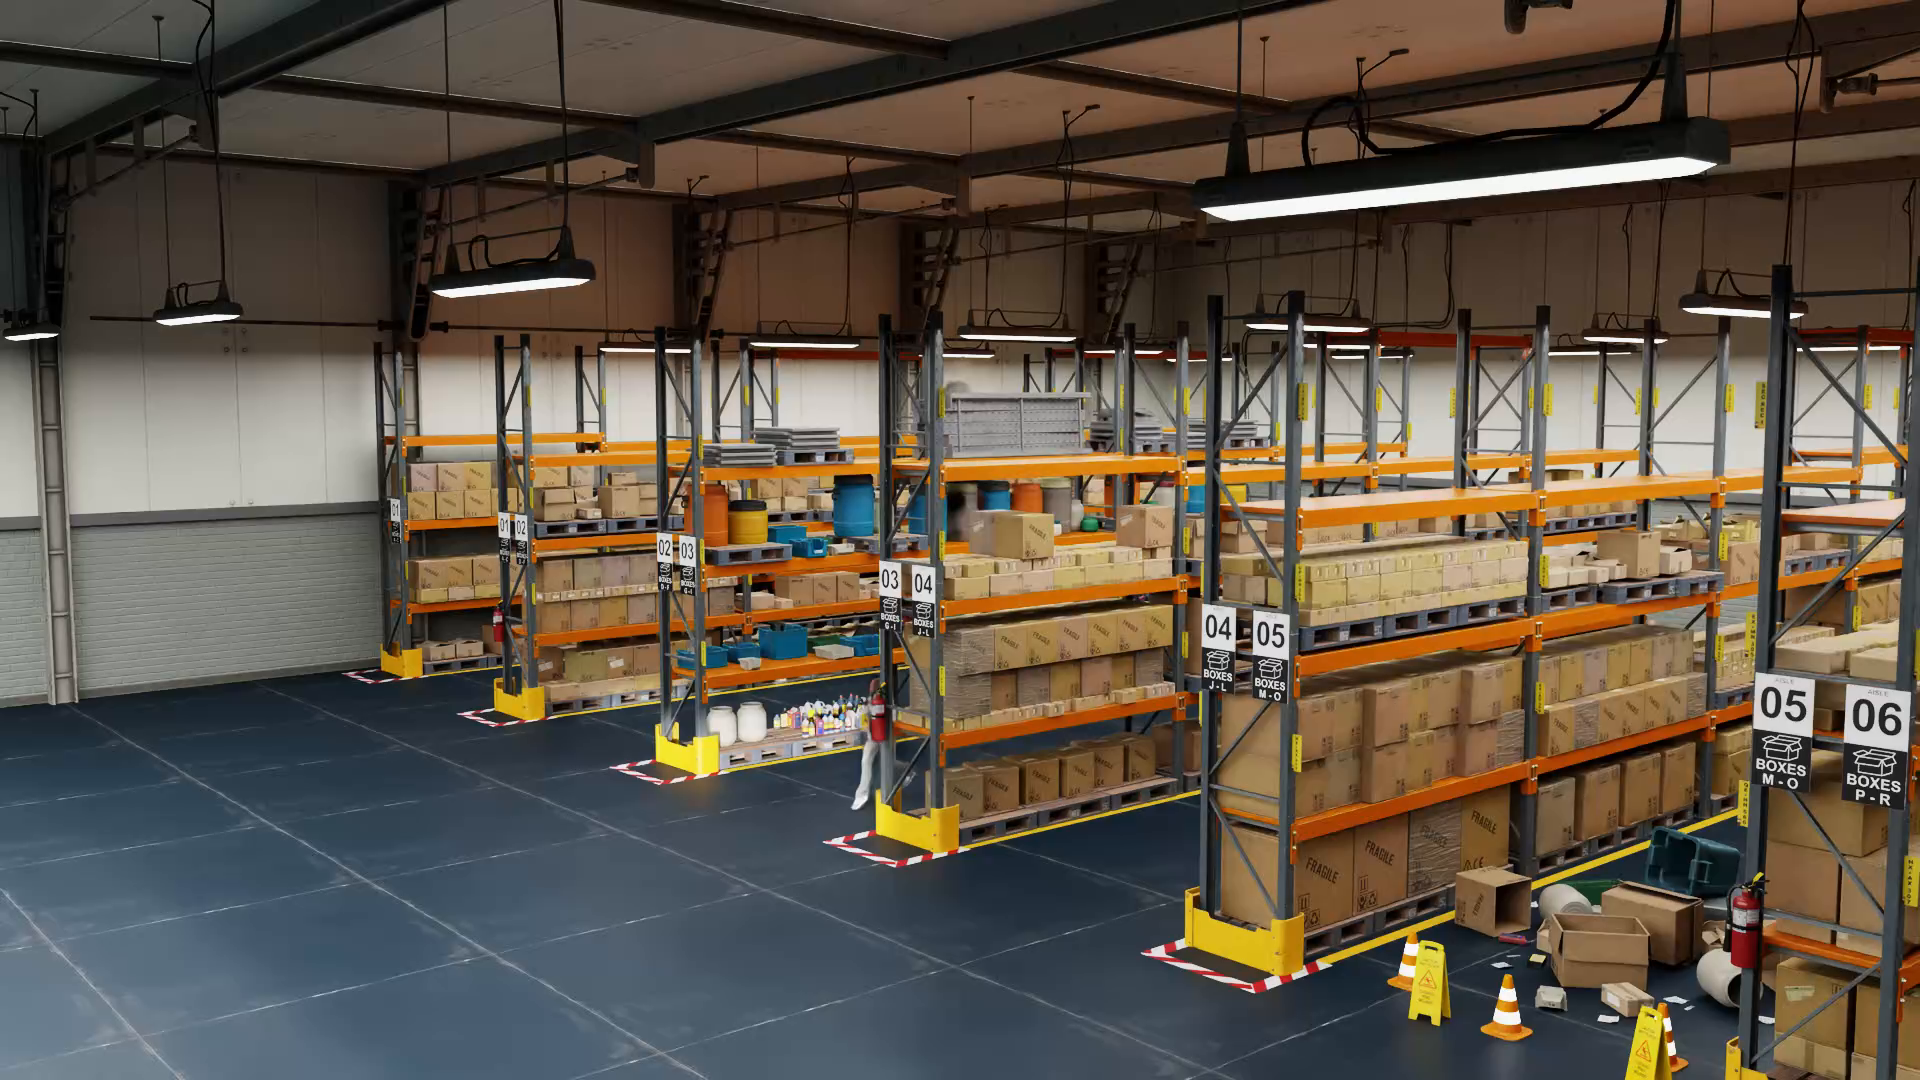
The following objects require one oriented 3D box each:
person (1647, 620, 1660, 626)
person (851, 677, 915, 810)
[{"bbox_3d":[10.384,2.052,24.983,0.744,1.739,0.750,5,7,42],"label":"person"},{"bbox_3d":[-0.938,2.498,20.705,0.495,1.615,1.017,4,7,41],"label":"person"}]
